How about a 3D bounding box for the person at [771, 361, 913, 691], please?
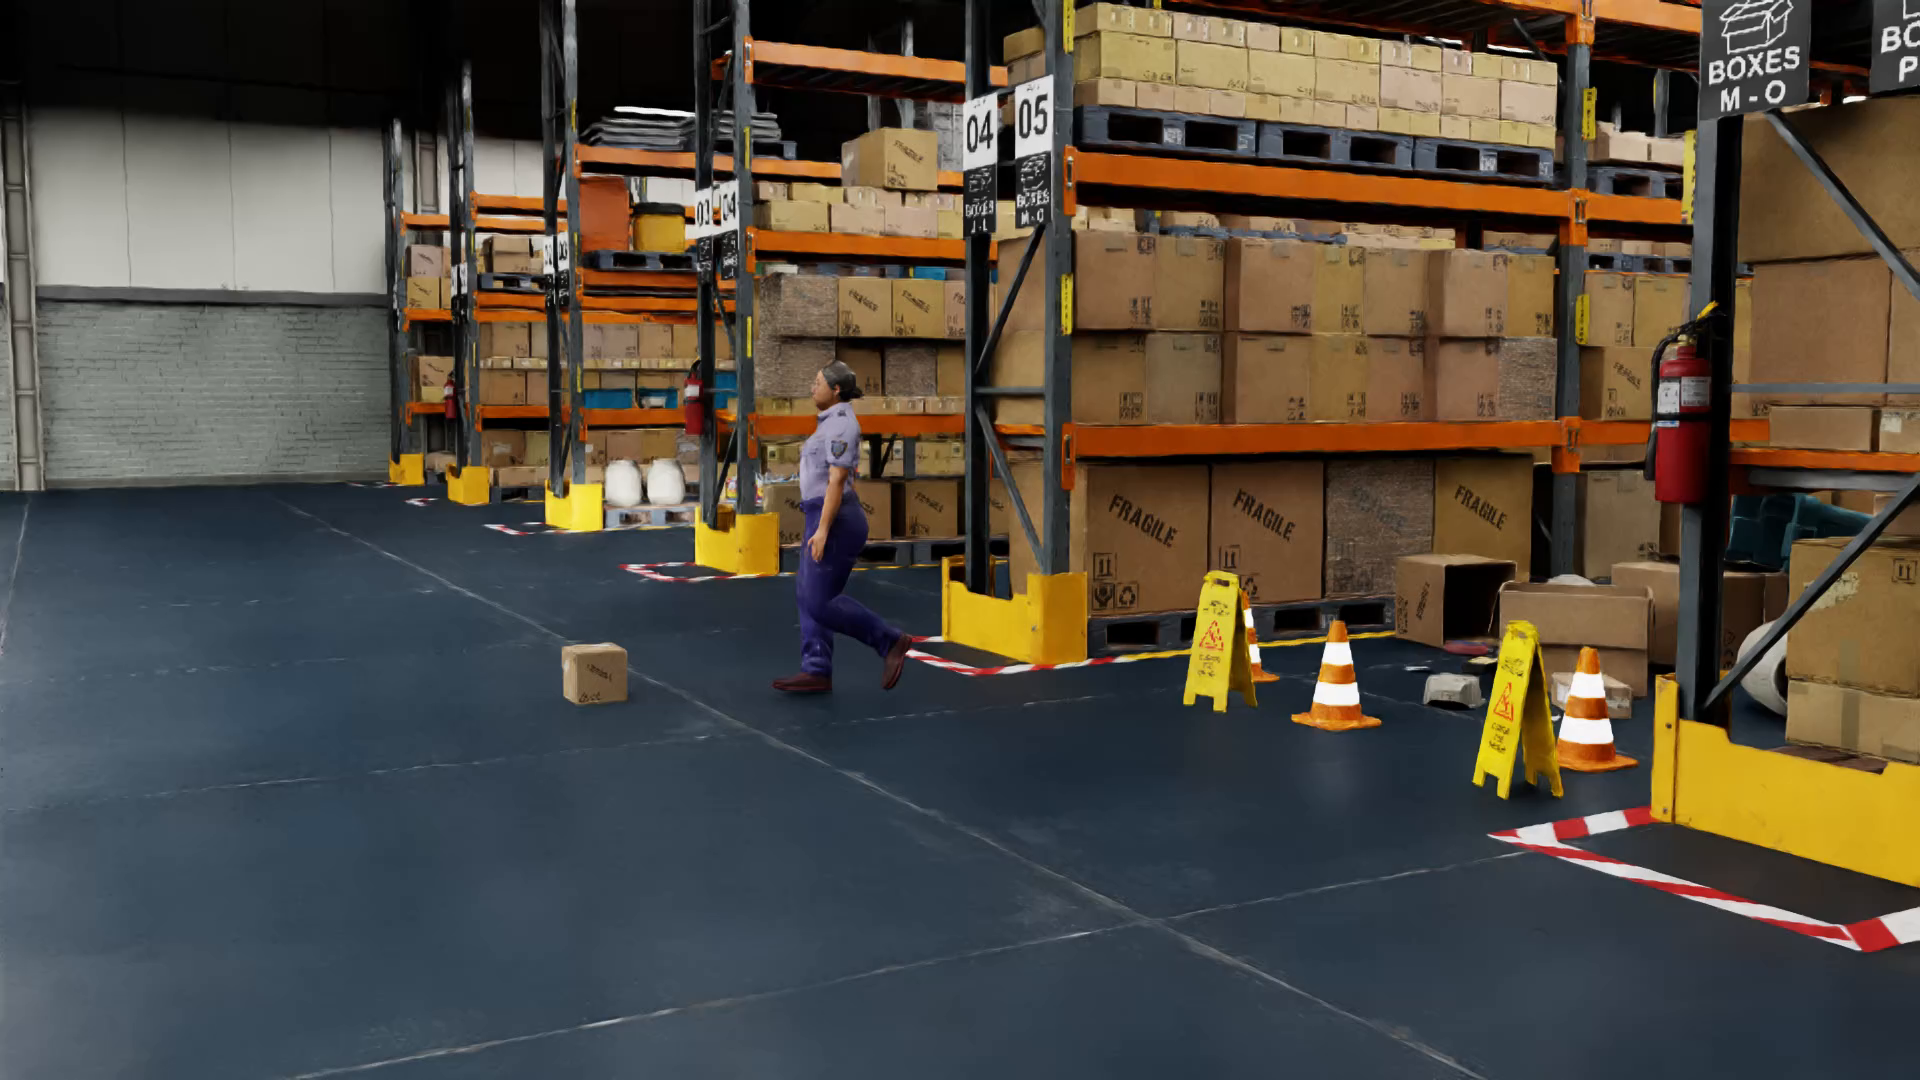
[{"bbox_3d":[-0.595,-0.062,8.158,0.673,1.626,0.505,0,5,-5],"label":"person"}]
